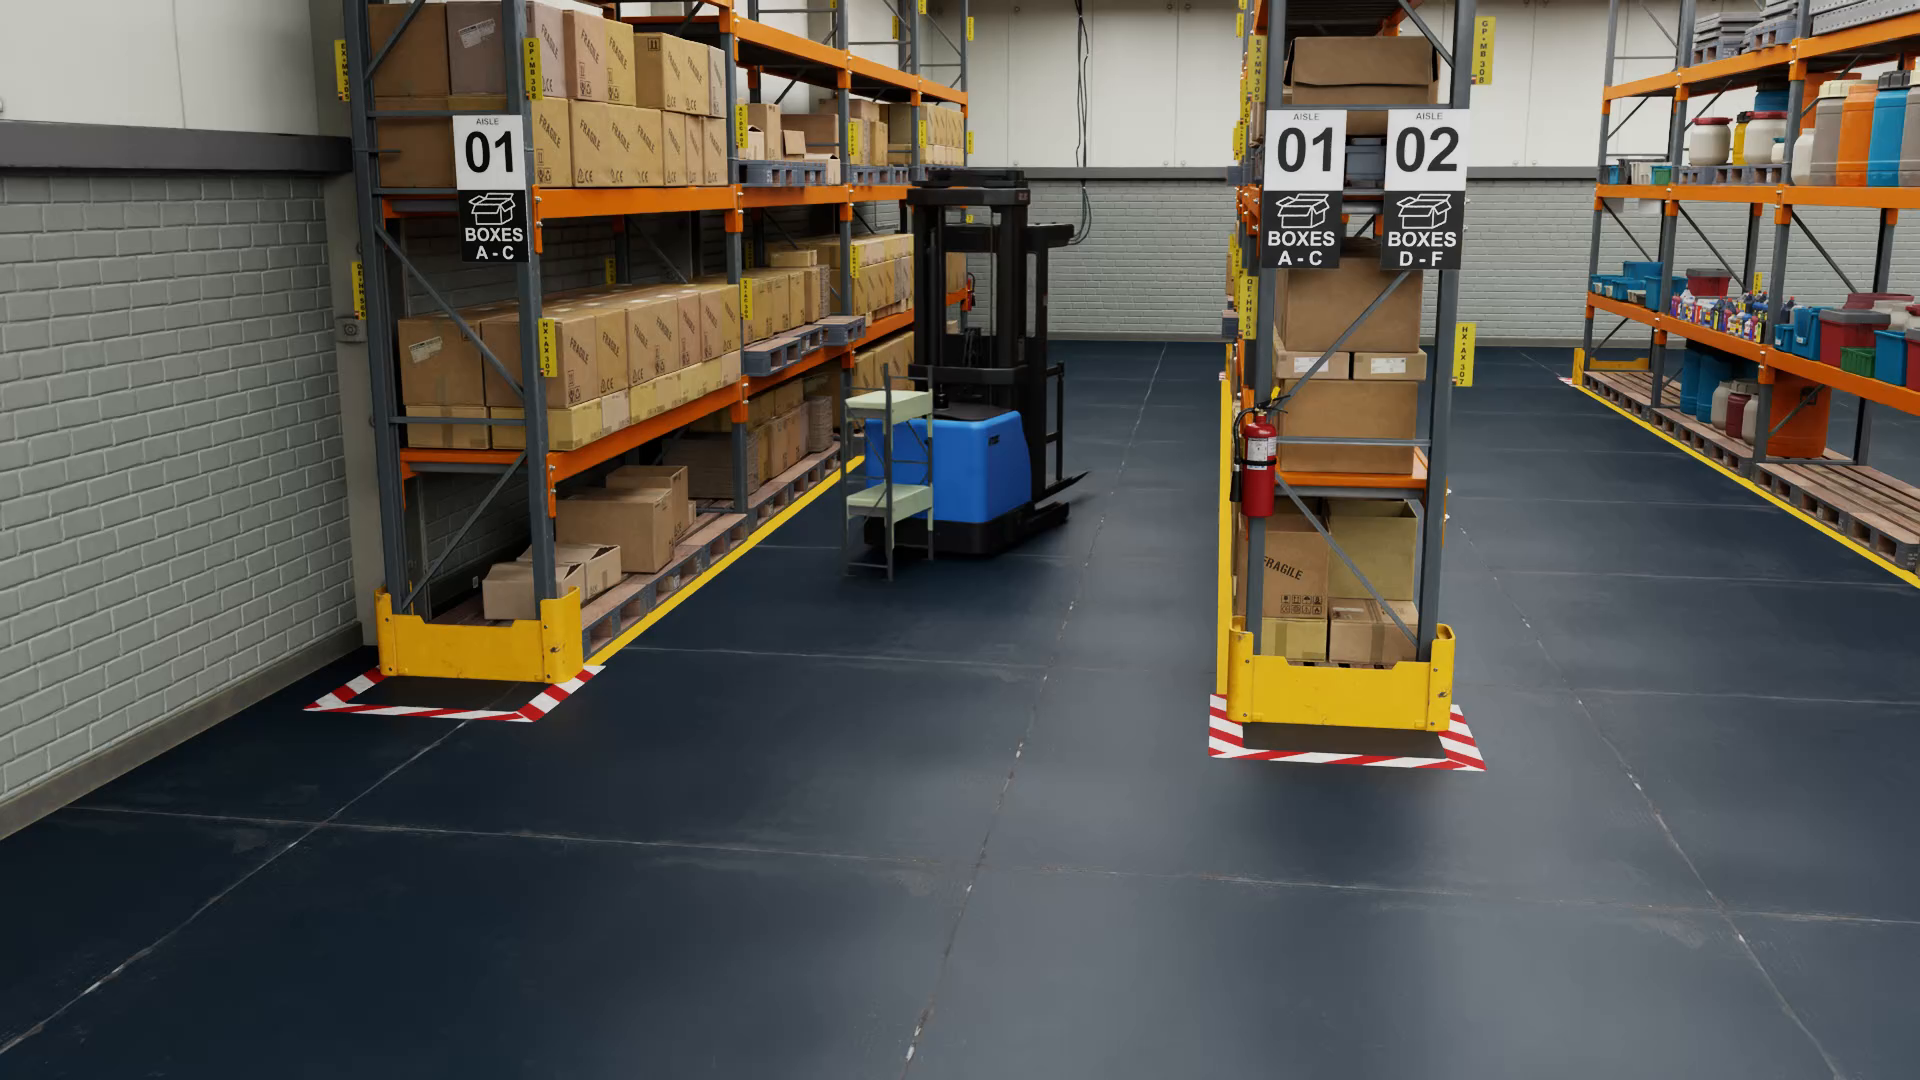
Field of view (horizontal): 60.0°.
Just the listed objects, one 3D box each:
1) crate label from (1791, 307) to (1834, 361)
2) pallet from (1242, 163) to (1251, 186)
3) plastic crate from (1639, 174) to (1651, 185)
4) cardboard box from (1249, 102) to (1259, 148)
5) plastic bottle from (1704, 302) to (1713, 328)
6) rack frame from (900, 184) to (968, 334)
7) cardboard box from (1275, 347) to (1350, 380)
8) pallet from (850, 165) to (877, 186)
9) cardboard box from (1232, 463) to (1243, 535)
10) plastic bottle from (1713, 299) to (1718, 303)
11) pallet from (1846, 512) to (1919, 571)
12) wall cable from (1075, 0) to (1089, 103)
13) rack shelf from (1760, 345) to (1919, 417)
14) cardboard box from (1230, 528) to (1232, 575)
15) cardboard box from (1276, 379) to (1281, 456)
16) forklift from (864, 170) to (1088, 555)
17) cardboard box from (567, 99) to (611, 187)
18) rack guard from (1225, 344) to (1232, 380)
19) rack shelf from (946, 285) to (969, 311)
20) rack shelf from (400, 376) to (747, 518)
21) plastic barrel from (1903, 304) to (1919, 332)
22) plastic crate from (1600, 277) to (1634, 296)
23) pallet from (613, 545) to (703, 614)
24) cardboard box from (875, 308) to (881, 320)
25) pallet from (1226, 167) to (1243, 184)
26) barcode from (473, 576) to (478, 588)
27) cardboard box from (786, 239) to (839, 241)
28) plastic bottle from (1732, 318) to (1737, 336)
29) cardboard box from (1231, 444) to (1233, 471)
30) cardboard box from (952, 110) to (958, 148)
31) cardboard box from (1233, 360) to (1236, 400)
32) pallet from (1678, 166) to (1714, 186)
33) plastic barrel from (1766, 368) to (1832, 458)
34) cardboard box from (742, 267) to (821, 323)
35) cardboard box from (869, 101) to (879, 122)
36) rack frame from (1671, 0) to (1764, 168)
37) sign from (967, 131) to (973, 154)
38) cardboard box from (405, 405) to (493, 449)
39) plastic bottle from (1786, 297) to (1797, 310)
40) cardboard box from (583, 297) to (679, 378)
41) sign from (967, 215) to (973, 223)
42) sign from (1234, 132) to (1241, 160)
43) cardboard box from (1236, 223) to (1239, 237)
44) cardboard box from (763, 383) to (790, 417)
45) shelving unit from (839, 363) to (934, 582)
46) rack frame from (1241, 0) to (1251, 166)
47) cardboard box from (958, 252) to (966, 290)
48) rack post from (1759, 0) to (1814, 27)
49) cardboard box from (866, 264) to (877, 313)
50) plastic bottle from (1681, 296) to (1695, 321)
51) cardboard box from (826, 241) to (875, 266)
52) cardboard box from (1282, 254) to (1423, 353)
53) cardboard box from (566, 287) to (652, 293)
[{"bbox_3d":[7.750,-1.835,14.804,0.502,0.435,0.616,2,12,9],"label":"crate label"},{"bbox_3d":[3.260,-3.407,15.510,1.213,0.211,1.003,2,12,11],"label":"pallet"},{"bbox_3d":[8.604,-4.463,20.588,0.293,0.136,0.466,2,12,9],"label":"plastic crate"},{"bbox_3d":[2.323,-3.037,11.779,0.500,0.500,0.500,3,13,13],"label":"cardboard box"},{"bbox_3d":[8.114,-2.437,17.988,0.097,0.271,0.097,0,12,0],"label":"plastic bottle"},{"bbox_3d":[-0.389,-4.002,24.944,1.000,3.000,0.127,2,12,9],"label":"rack frame"},{"bbox_3d":[1.916,-0.963,9.066,0.380,0.149,0.250,2,12,8],"label":"cardboard box"},{"bbox_3d":[-1.573,-3.846,17.550,1.213,0.211,1.003,2,12,11],"label":"pallet"},{"bbox_3d":[2.126,-0.278,11.411,0.500,0.500,0.500,2,12,9],"label":"cardboard box"},{"bbox_3d":[8.345,-2.506,18.296,0.152,0.276,0.135,2,12,9],"label":"plastic bottle"},{"bbox_3d":[7.637,0.015,12.921,1.003,0.211,1.213,2,12,9],"label":"pallet"},{"bbox_3d":[3.507,-8.964,29.109,3.097,2.526,0.112,2,12,9],"label":"wall cable"},{"bbox_3d":[7.862,-1.248,13.871,1.077,0.370,4.000,2,12,9],"label":"rack shelf"},{"bbox_3d":[2.126,0.089,11.490,0.500,0.250,0.500,2,12,9],"label":"cardboard box"},{"bbox_3d":[2.206,-0.767,9.694,0.700,0.500,0.500,2,12,10],"label":"cardboard box"},{"bbox_3d":[0.286,-1.584,13.884,1.130,2.935,3.031,5,13,22],"label":"forklift"},{"bbox_3d":[-2.434,-2.369,9.959,0.500,0.500,0.500,3,12,12],"label":"cardboard box"},{"bbox_3d":[4.495,-2.605,24.392,1.175,0.500,0.348,2,12,9],"label":"rack guard"},{"bbox_3d":[-0.697,-3.234,23.088,1.077,0.370,4.000,2,12,9],"label":"rack shelf"},{"bbox_3d":[-2.542,-0.736,11.496,1.077,0.370,4.000,2,12,9],"label":"rack shelf"},{"bbox_3d":[8.098,-1.684,13.866,0.433,0.535,0.433,0,12,0],"label":"plastic barrel"},{"bbox_3d":[8.936,-3.451,22.641,0.416,0.233,0.300,2,12,9],"label":"plastic crate"},{"bbox_3d":[-2.488,0.255,11.810,1.003,0.211,1.213,2,12,9],"label":"pallet"},{"bbox_3d":[-1.115,-2.604,19.007,0.380,0.149,0.250,2,12,9],"label":"cardboard box"},{"bbox_3d":[3.721,-4.251,19.423,1.213,0.211,1.003,2,12,9],"label":"pallet"},{"bbox_3d":[-3.047,0.266,10.457,0.001,0.075,0.075,2,12,9],"label":"barcode"},{"bbox_3d":[-1.641,-3.225,18.565,0.500,0.250,0.500,2,12,7],"label":"cardboard box"},{"bbox_3d":[7.956,-2.189,17.004,0.097,0.201,0.097,0,12,0],"label":"plastic bottle"},{"bbox_3d":[2.755,-0.726,15.270,0.500,0.250,0.500,2,12,7],"label":"cardboard box"},{"bbox_3d":[-0.320,-5.751,23.280,0.500,0.500,0.500,2,12,10],"label":"cardboard box"},{"bbox_3d":[3.576,-1.910,20.125,0.500,0.500,0.500,1,12,6],"label":"cardboard box"},{"bbox_3d":[8.761,-4.056,18.522,1.213,0.211,1.003,2,12,9],"label":"pallet"},{"bbox_3d":[8.228,-1.263,16.386,0.600,0.830,0.708,2,12,9],"label":"plastic barrel"},{"bbox_3d":[-1.741,-2.385,16.160,0.700,0.500,0.500,1,12,3],"label":"cardboard box"},{"bbox_3d":[-1.269,-5.087,19.798,0.500,0.250,0.500,3,12,13],"label":"cardboard box"},{"bbox_3d":[8.785,-5.781,18.958,1.000,3.000,0.127,2,12,9],"label":"rack frame"},{"bbox_3d":[0.145,-5.842,24.448,0.100,0.325,0.005,2,12,9],"label":"sign"},{"bbox_3d":[-2.970,-0.711,9.983,0.500,0.250,0.500,2,12,9],"label":"cardboard box"},{"bbox_3d":[8.797,-2.393,17.595,0.144,0.351,0.185,2,12,9],"label":"plastic bottle"},{"bbox_3d":[-2.240,-1.382,11.314,0.500,0.500,0.500,2,12,10],"label":"cardboard box"},{"bbox_3d":[0.145,-4.663,24.702,0.100,0.325,0.005,2,12,9],"label":"sign"},{"bbox_3d":[3.354,-4.745,20.042,0.100,0.325,0.005,2,12,9],"label":"sign"},{"bbox_3d":[3.945,-3.977,22.218,0.500,0.500,0.500,2,12,8],"label":"cardboard box"},{"bbox_3d":[-1.902,-1.321,15.612,0.500,0.250,0.500,2,12,8],"label":"cardboard box"},{"bbox_3d":[-0.535,-0.520,12.345,0.431,1.500,0.755,5,13,22],"label":"shelving unit"},{"bbox_3d":[3.891,-5.942,19.707,1.000,3.000,0.127,2,12,9],"label":"rack frame"},{"bbox_3d":[-0.458,-4.042,24.418,0.980,0.700,0.700,2,12,11],"label":"cardboard box"},{"bbox_3d":[8.241,-5.064,15.809,0.954,0.300,0.937,2,12,9],"label":"rack post"},{"bbox_3d":[-1.202,-2.742,18.107,0.500,0.500,0.500,2,12,11],"label":"cardboard box"},{"bbox_3d":[8.281,-2.628,18.860,0.152,0.276,0.135,2,12,9],"label":"plastic bottle"},{"bbox_3d":[-1.213,-3.105,18.012,0.500,0.250,0.500,2,12,8],"label":"cardboard box"},{"bbox_3d":[2.138,-1.303,9.101,0.700,0.500,0.500,2,12,9],"label":"cardboard box"},{"bbox_3d":[-2.597,-1.608,12.365,0.500,0.500,0.500,2,12,8],"label":"cardboard box"}]
